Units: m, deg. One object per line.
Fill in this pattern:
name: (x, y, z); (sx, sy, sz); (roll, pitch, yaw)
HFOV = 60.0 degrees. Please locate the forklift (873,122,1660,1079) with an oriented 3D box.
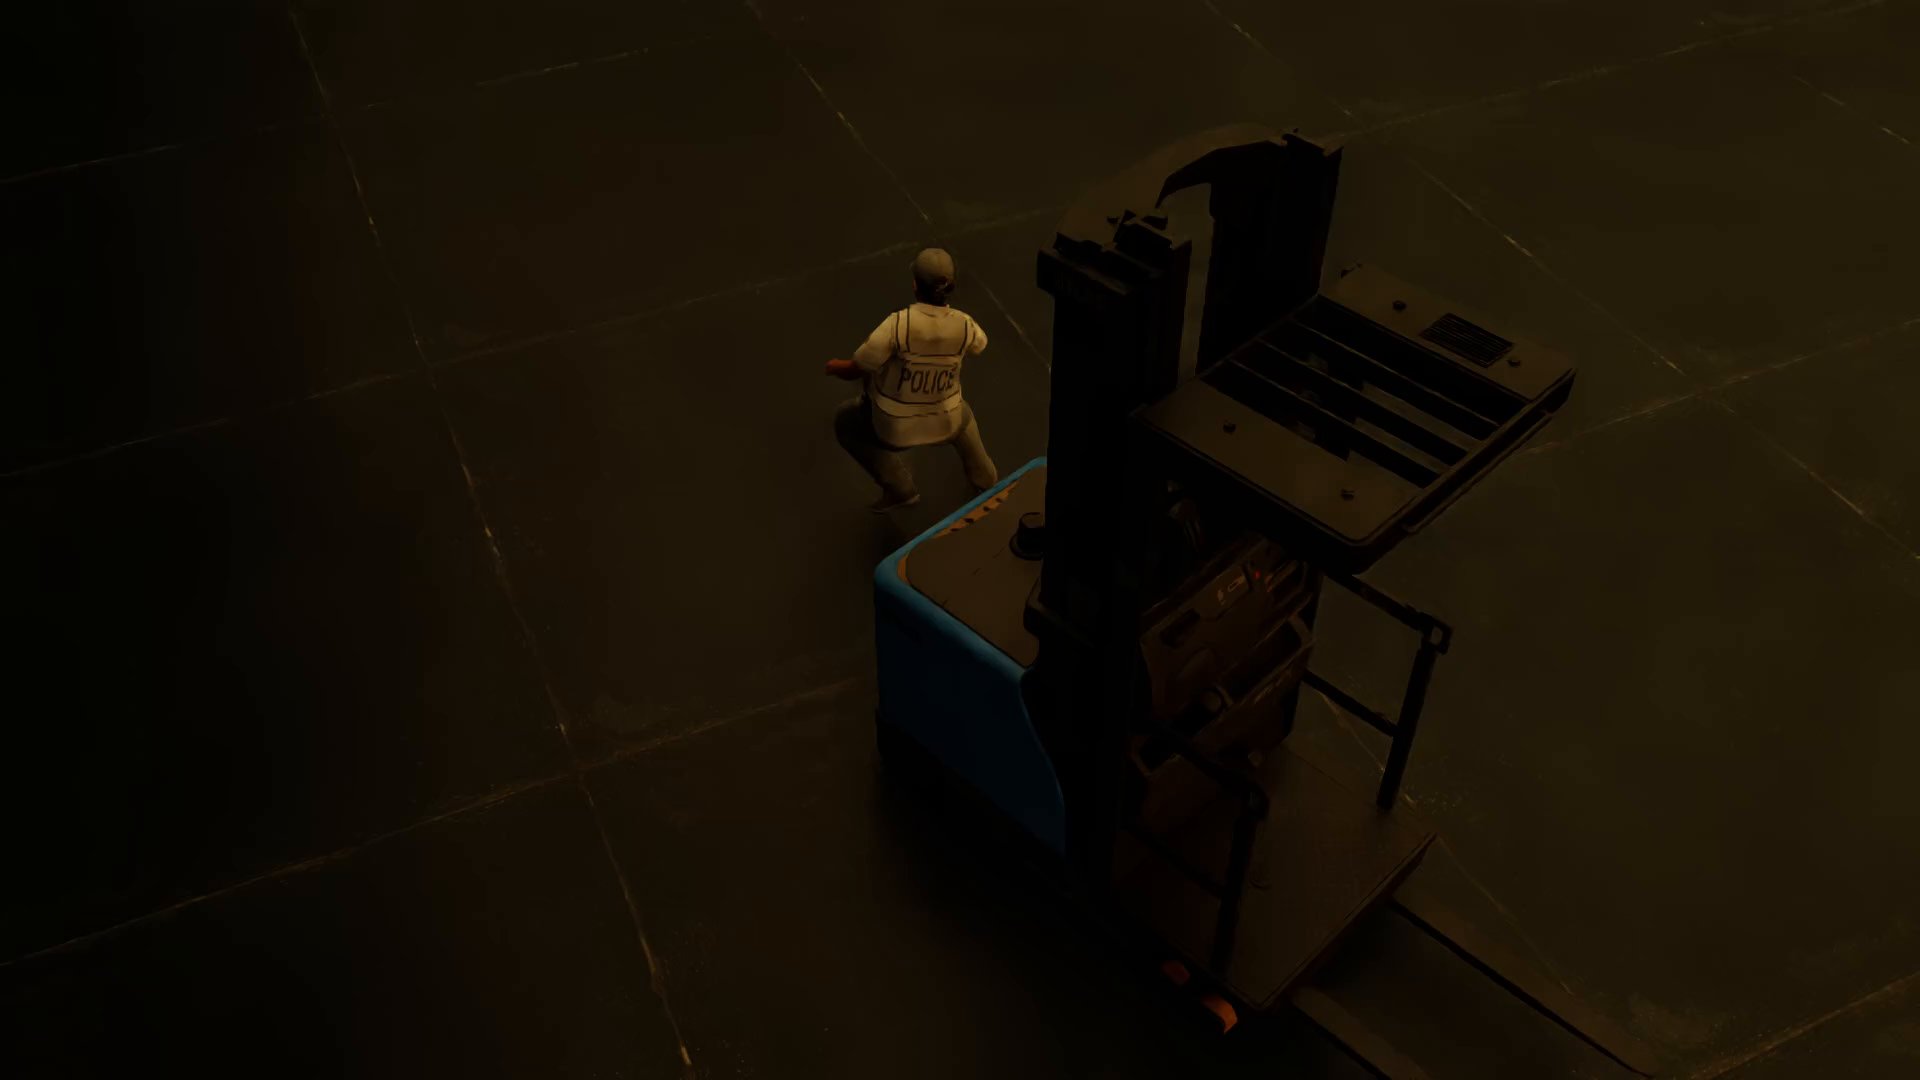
forklift: (1.057, 0.293, 5.366); (1.130, 2.935, 3.031); (-34, 53, -31)

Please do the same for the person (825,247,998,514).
person: (-0.181, -0.709, 7.477); (0.816, 1.507, 0.679); (-13, 45, -13)
